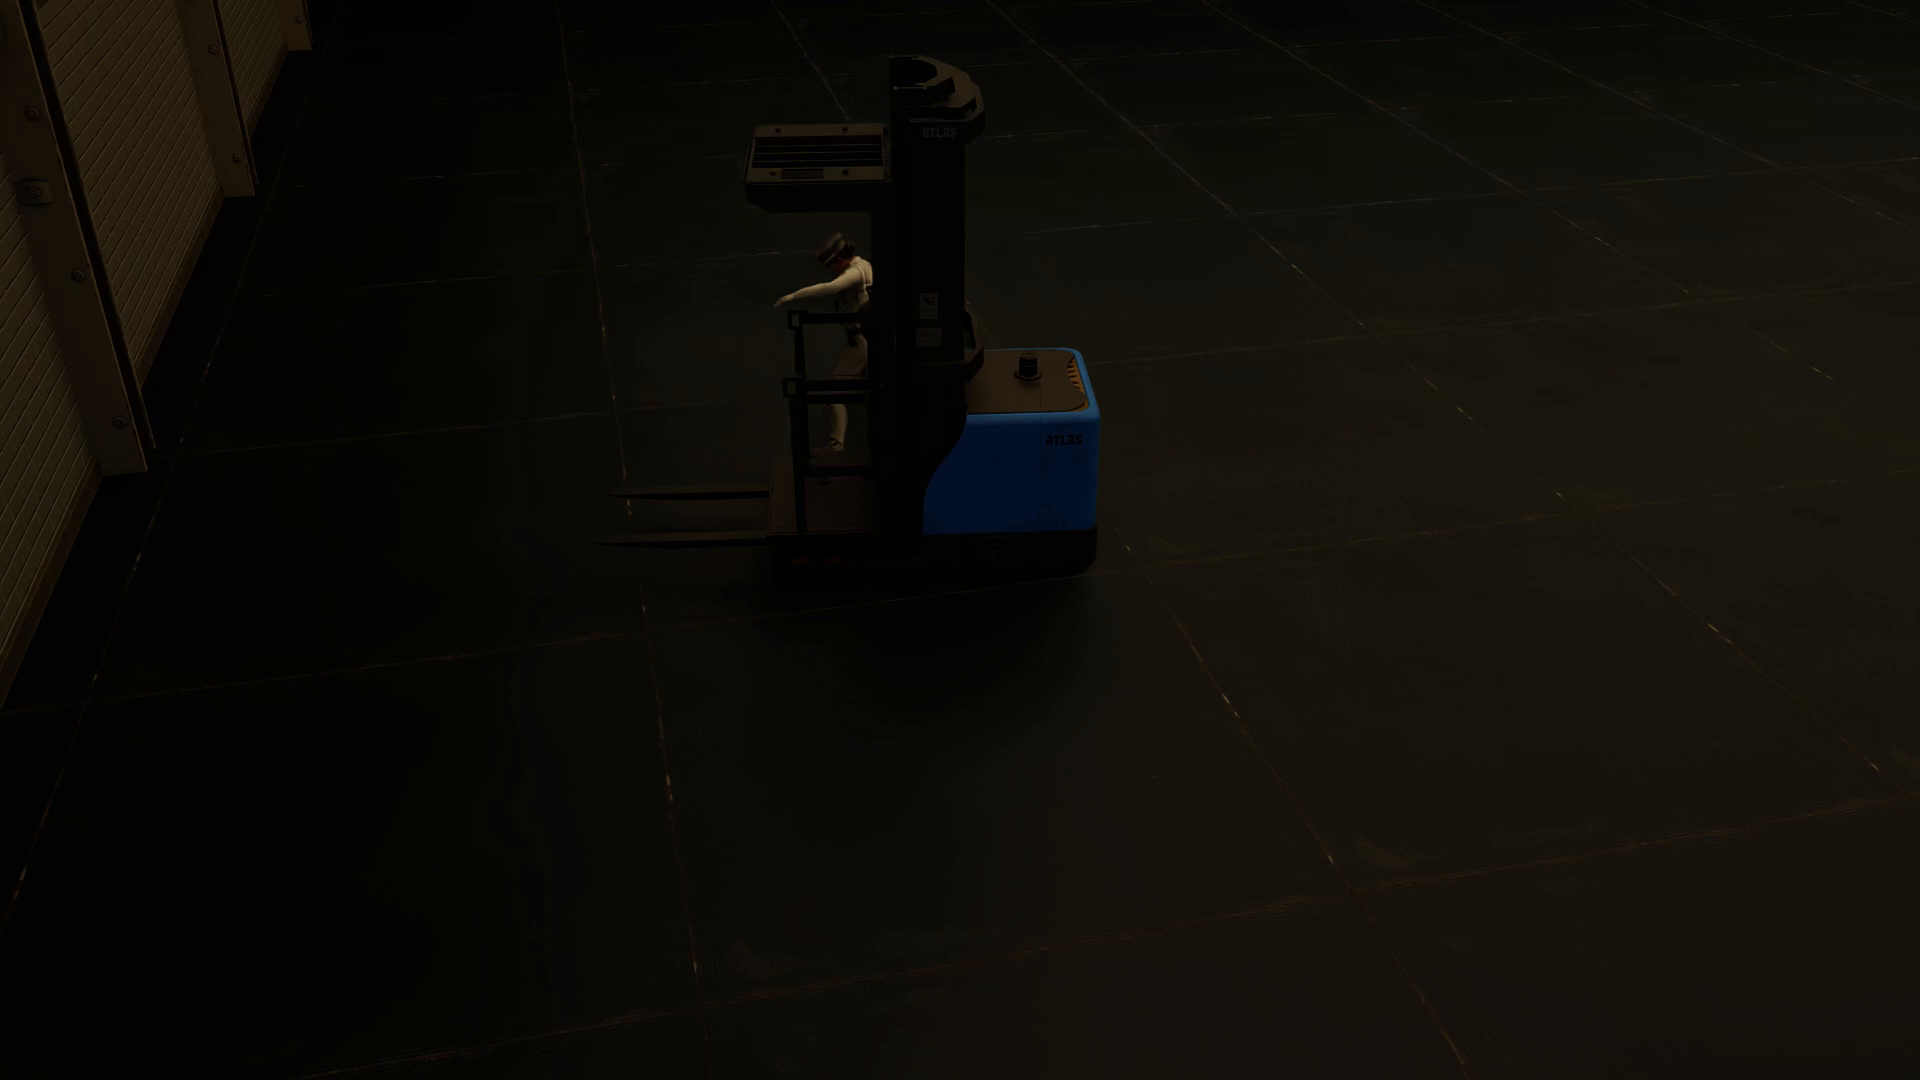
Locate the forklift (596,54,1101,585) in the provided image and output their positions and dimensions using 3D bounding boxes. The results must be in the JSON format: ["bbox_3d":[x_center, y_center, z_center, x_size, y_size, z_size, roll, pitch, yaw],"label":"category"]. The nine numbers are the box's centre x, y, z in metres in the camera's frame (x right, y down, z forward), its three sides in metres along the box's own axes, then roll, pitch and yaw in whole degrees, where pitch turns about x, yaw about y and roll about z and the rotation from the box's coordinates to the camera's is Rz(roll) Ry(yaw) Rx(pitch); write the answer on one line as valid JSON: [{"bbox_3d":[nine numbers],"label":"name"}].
[{"bbox_3d":[-0.705,-1.272,9.771,3.031,2.935,1.130,-2,30,-3],"label":"forklift"}]

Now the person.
[{"bbox_3d":[-0.820,-1.447,11.636,0.804,1.364,1.250,18,35,28],"label":"person"}]
